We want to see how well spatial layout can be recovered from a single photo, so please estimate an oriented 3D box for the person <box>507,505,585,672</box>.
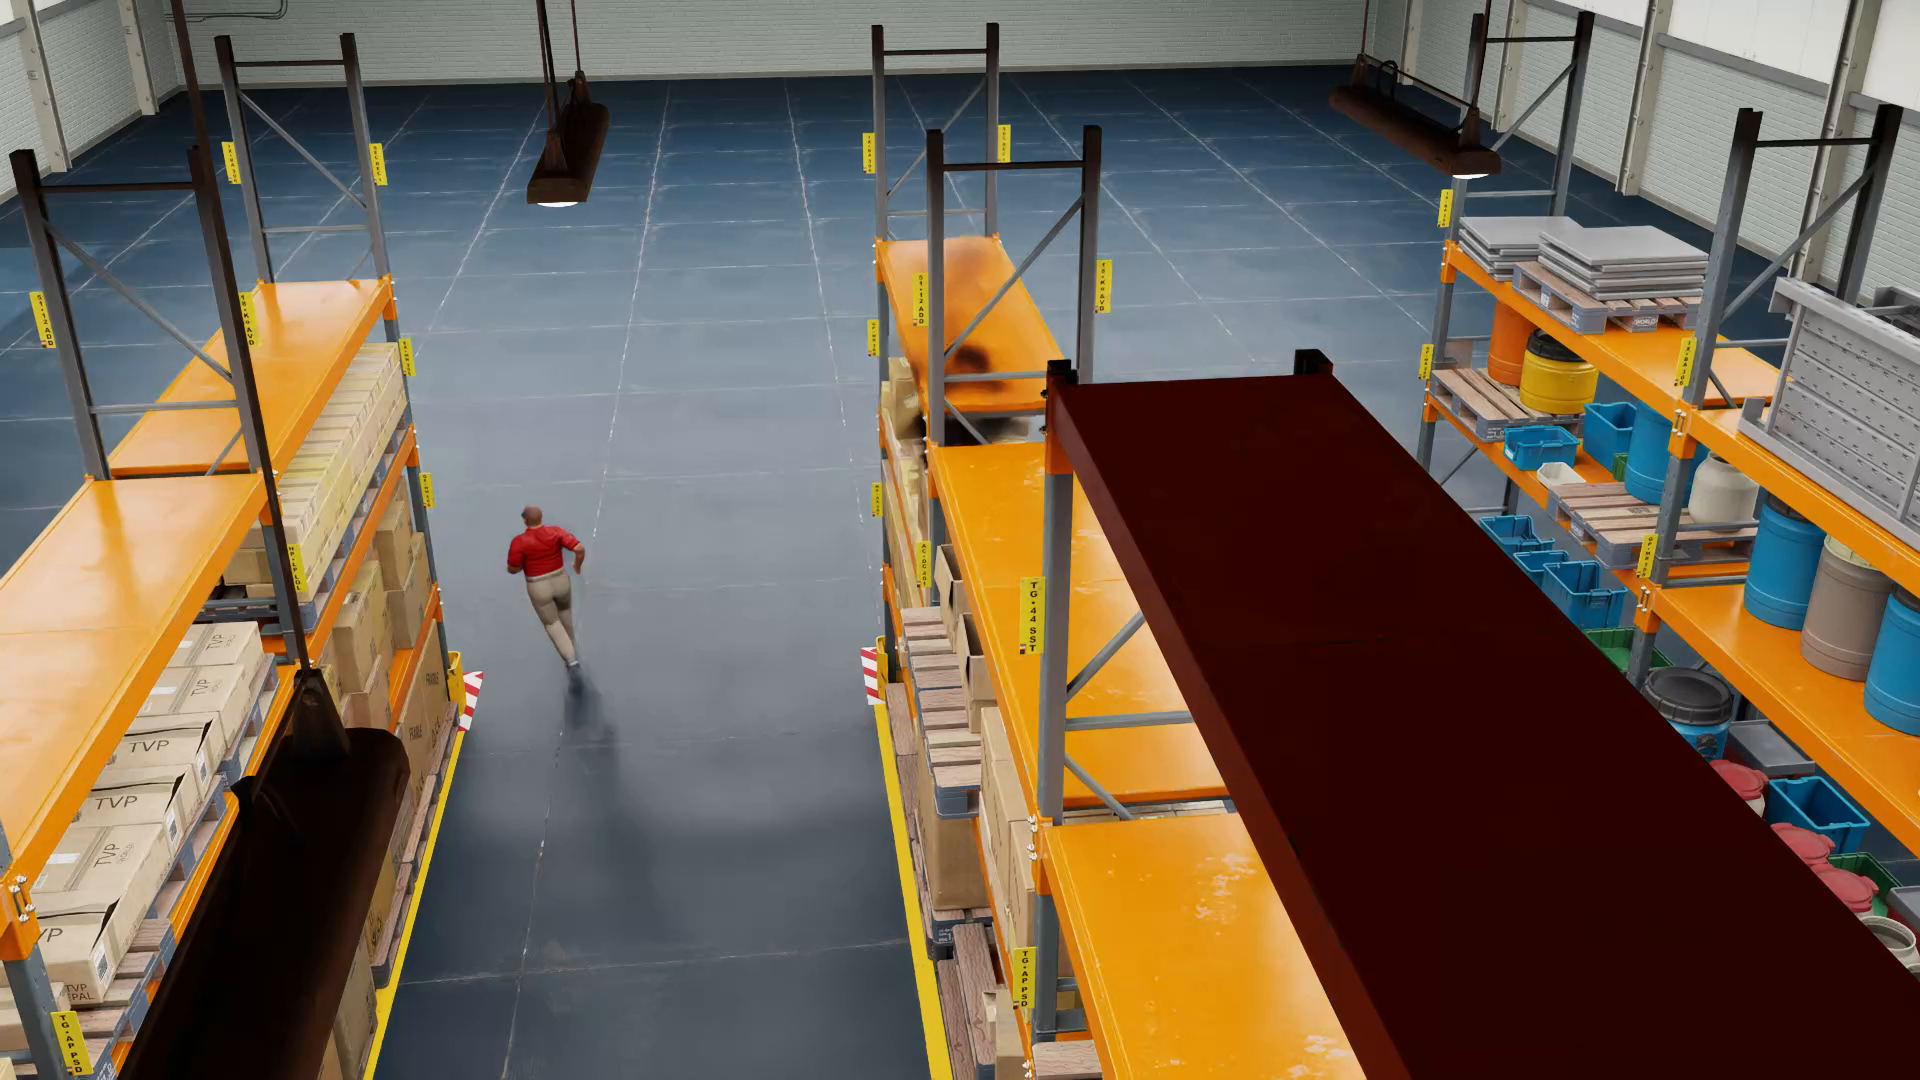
[{"bbox_3d":[-3.873,0.467,15.596,0.693,1.749,0.837,-14,29,-27],"label":"person"}]
